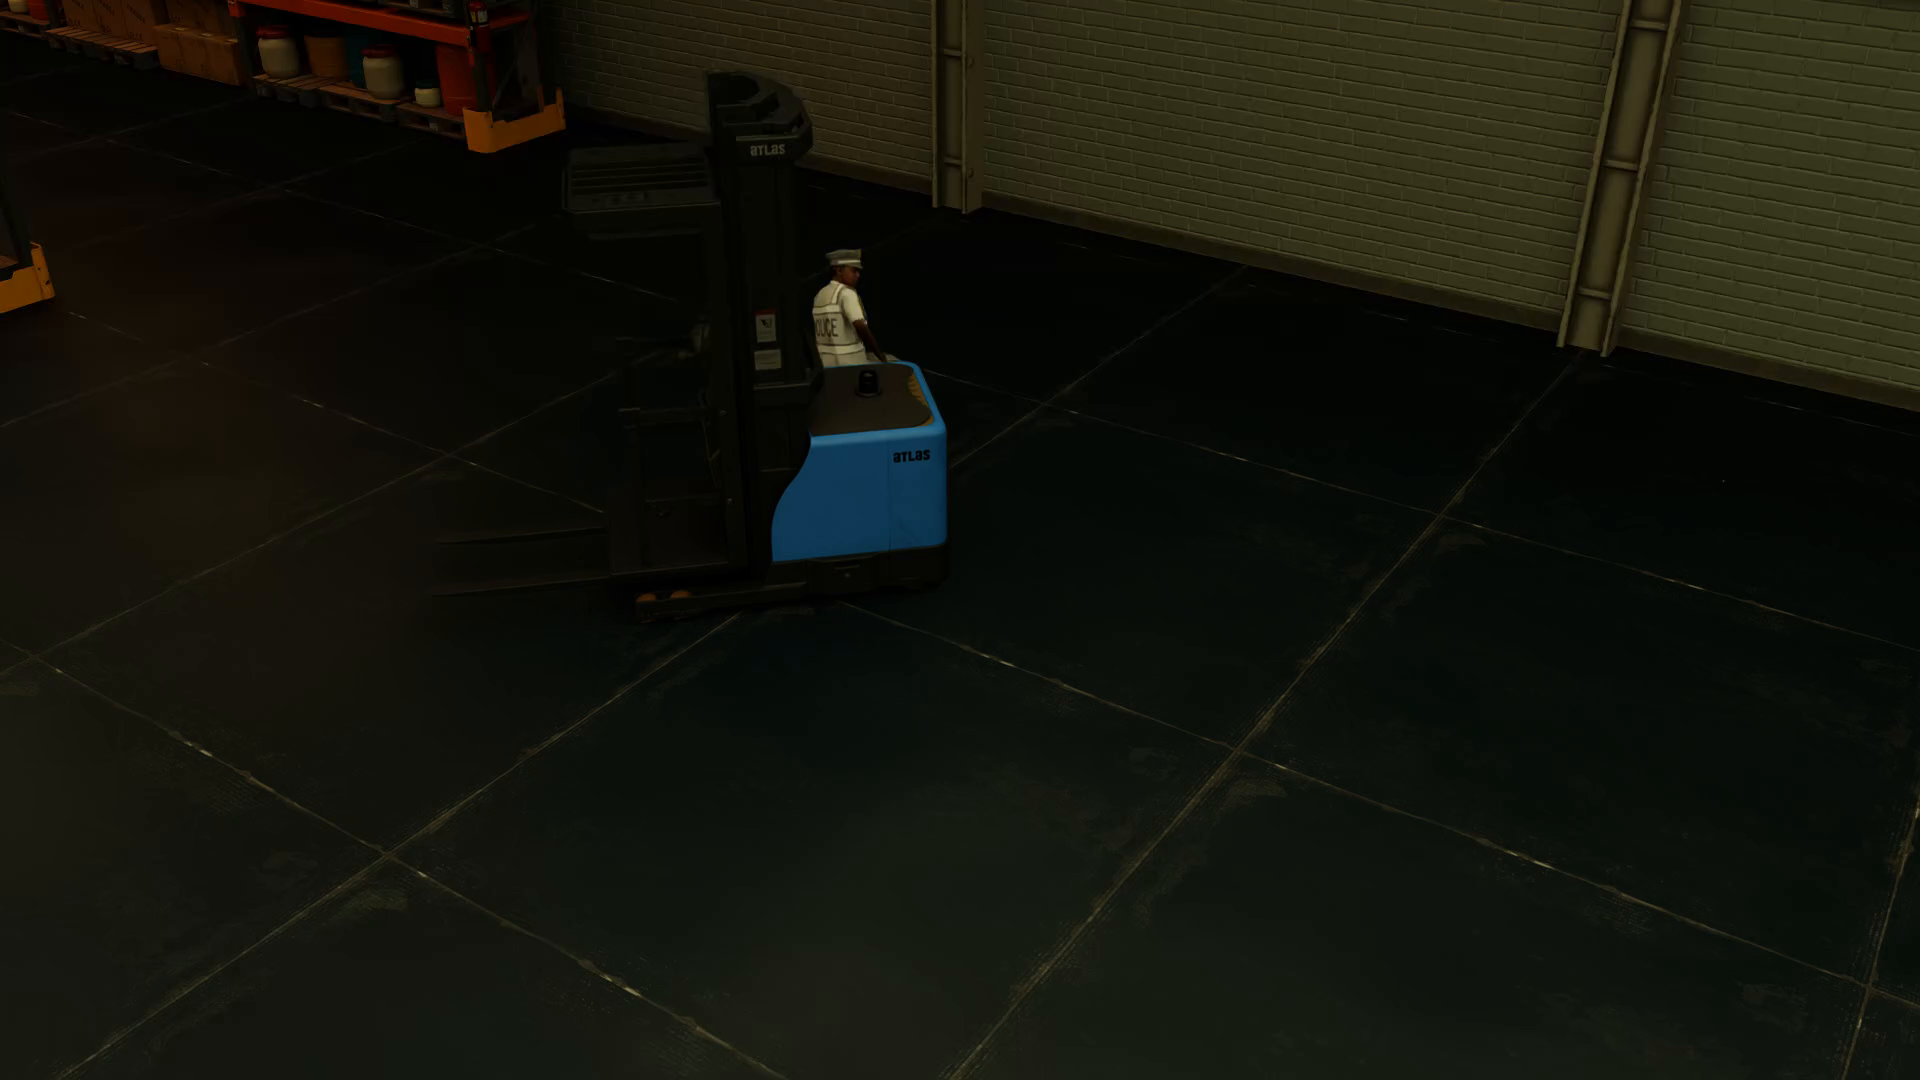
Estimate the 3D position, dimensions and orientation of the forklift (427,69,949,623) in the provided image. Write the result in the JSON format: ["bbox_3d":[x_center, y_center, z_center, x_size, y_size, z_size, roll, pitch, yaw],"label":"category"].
[{"bbox_3d":[-1.633,-1.076,9.433,3.031,2.935,1.130,-6,31,-10],"label":"forklift"}]

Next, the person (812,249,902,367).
[{"bbox_3d":[-0.754,-1.270,11.313,0.792,1.463,0.644,21,36,32],"label":"person"}]
